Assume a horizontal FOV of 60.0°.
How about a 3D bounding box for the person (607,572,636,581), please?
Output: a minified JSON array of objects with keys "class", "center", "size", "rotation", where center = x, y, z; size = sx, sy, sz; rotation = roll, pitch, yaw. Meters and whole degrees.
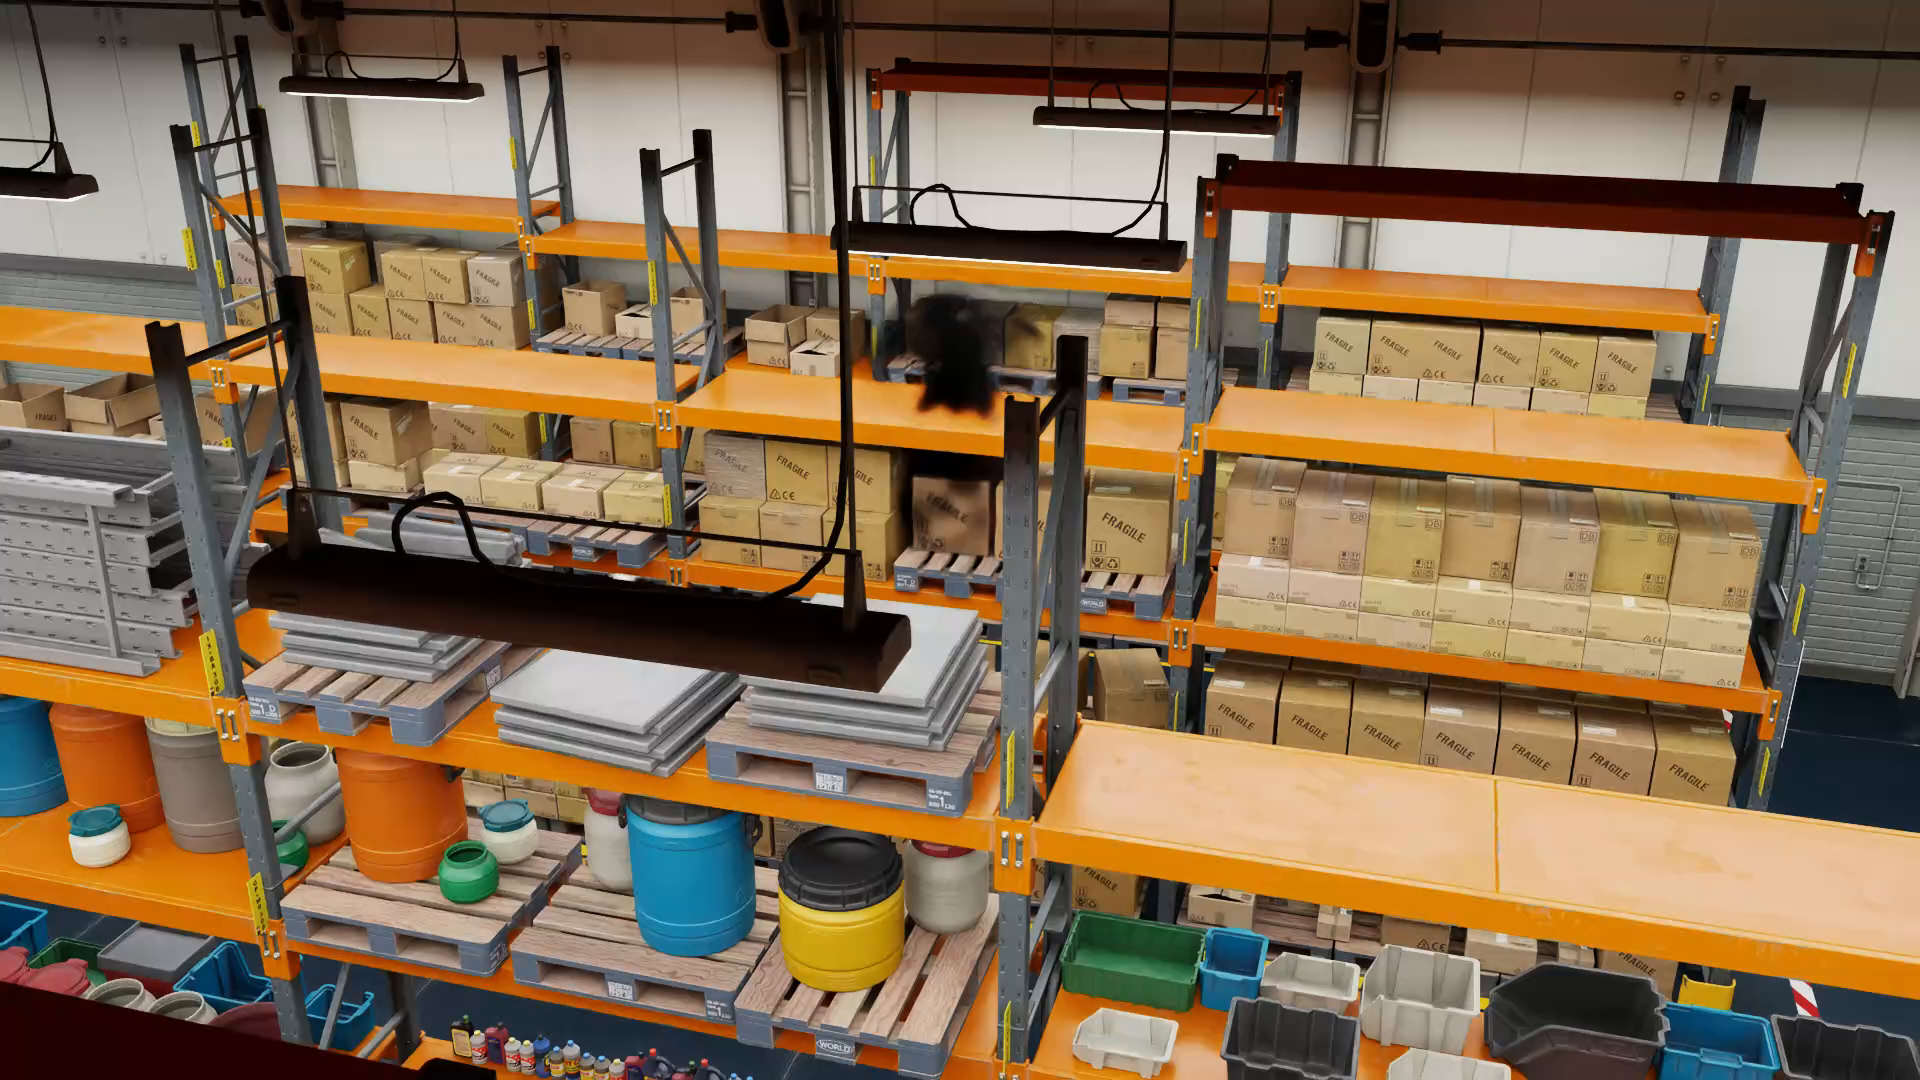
[{"class":"person","center":[-3.316,0.822,16.604],"size":[0.935,1.670,0.719],"rotation":[1,23,1]}]
